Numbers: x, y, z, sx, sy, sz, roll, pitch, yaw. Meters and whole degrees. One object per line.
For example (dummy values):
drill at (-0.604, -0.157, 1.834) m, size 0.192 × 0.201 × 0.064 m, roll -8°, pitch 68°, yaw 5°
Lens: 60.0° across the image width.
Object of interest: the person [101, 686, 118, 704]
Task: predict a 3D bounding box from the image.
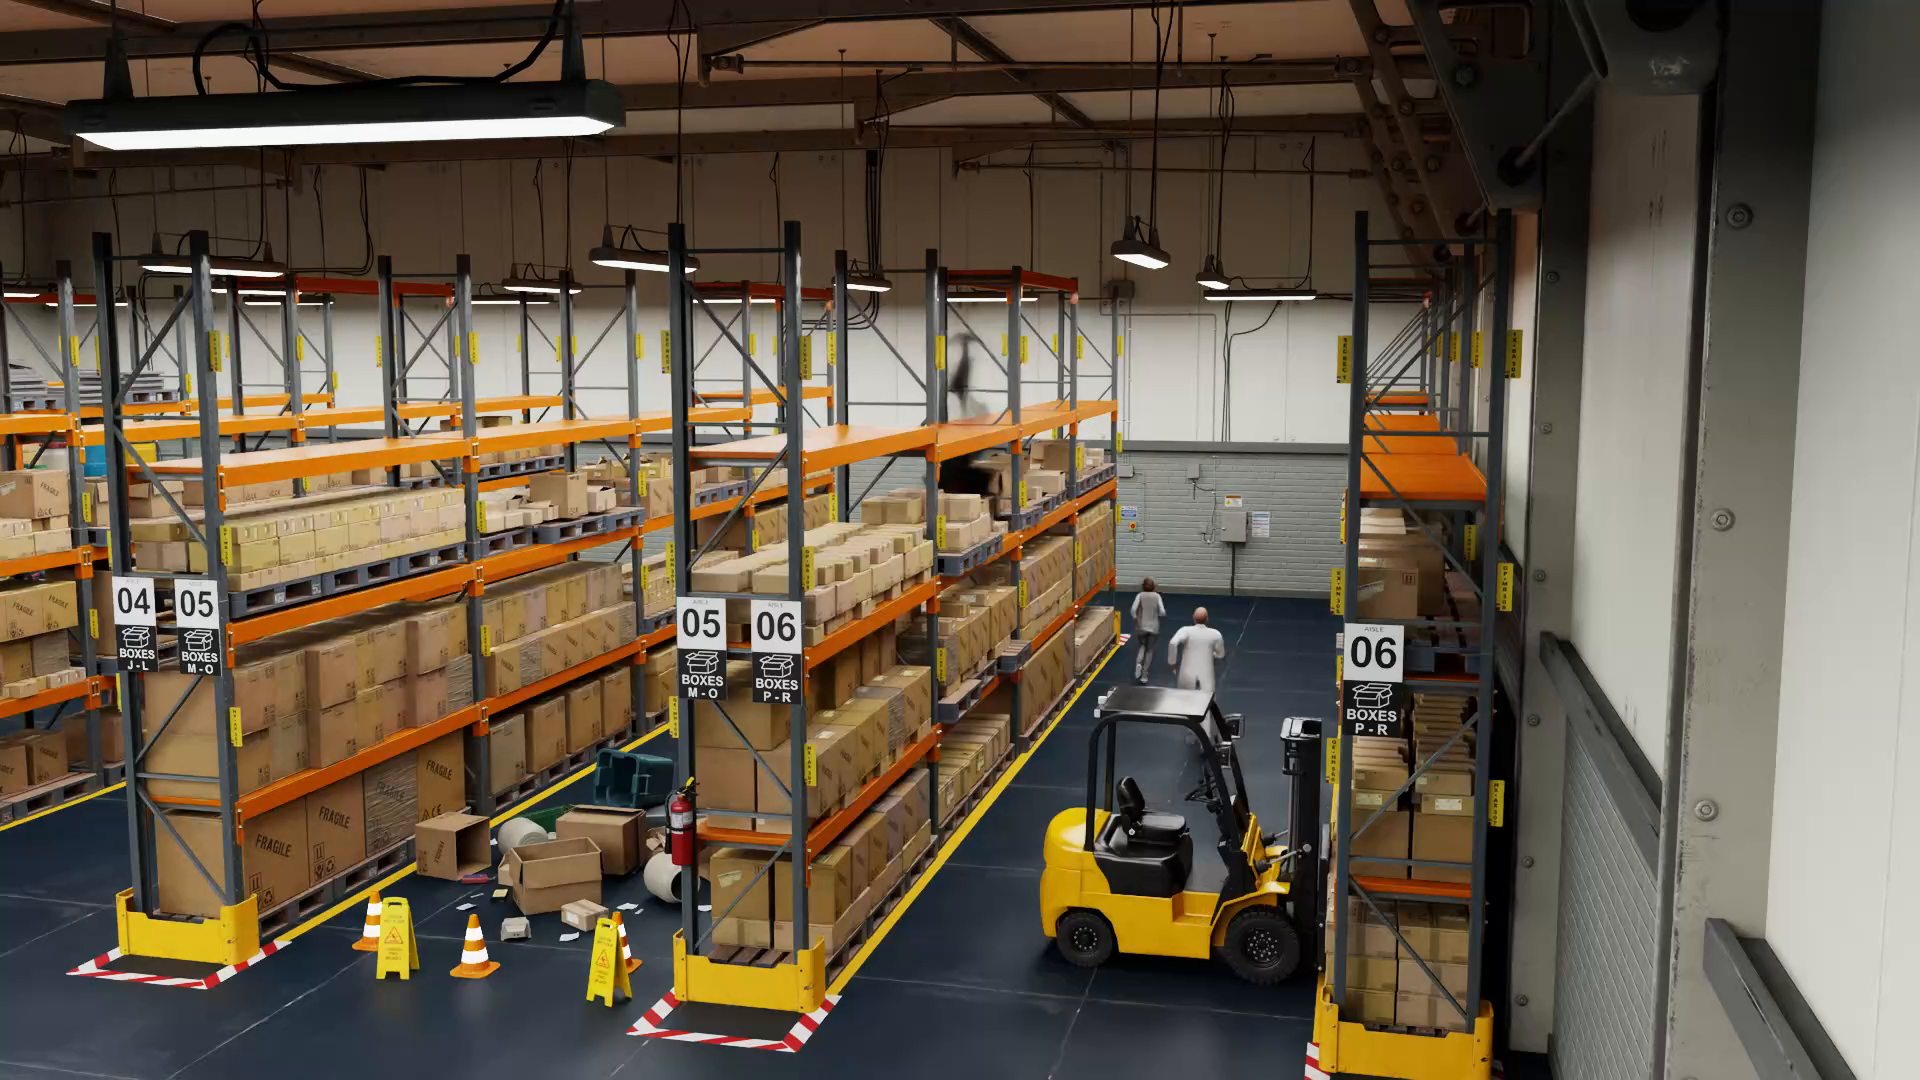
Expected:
person at (-11.404, 1.617, 22.508) m, size 0.588 × 1.628 × 0.758 m, roll 1°, pitch 7°, yaw 8°

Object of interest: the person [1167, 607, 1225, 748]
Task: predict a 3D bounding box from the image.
person at (2.971, 1.741, 20.915) m, size 0.719 × 1.794 × 0.953 m, roll 1°, pitch 7°, yaw 8°

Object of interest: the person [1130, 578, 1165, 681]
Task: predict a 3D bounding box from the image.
person at (2.832, 1.339, 25.048) m, size 0.519 × 1.565 × 0.552 m, roll 1°, pitch 7°, yaw 10°
